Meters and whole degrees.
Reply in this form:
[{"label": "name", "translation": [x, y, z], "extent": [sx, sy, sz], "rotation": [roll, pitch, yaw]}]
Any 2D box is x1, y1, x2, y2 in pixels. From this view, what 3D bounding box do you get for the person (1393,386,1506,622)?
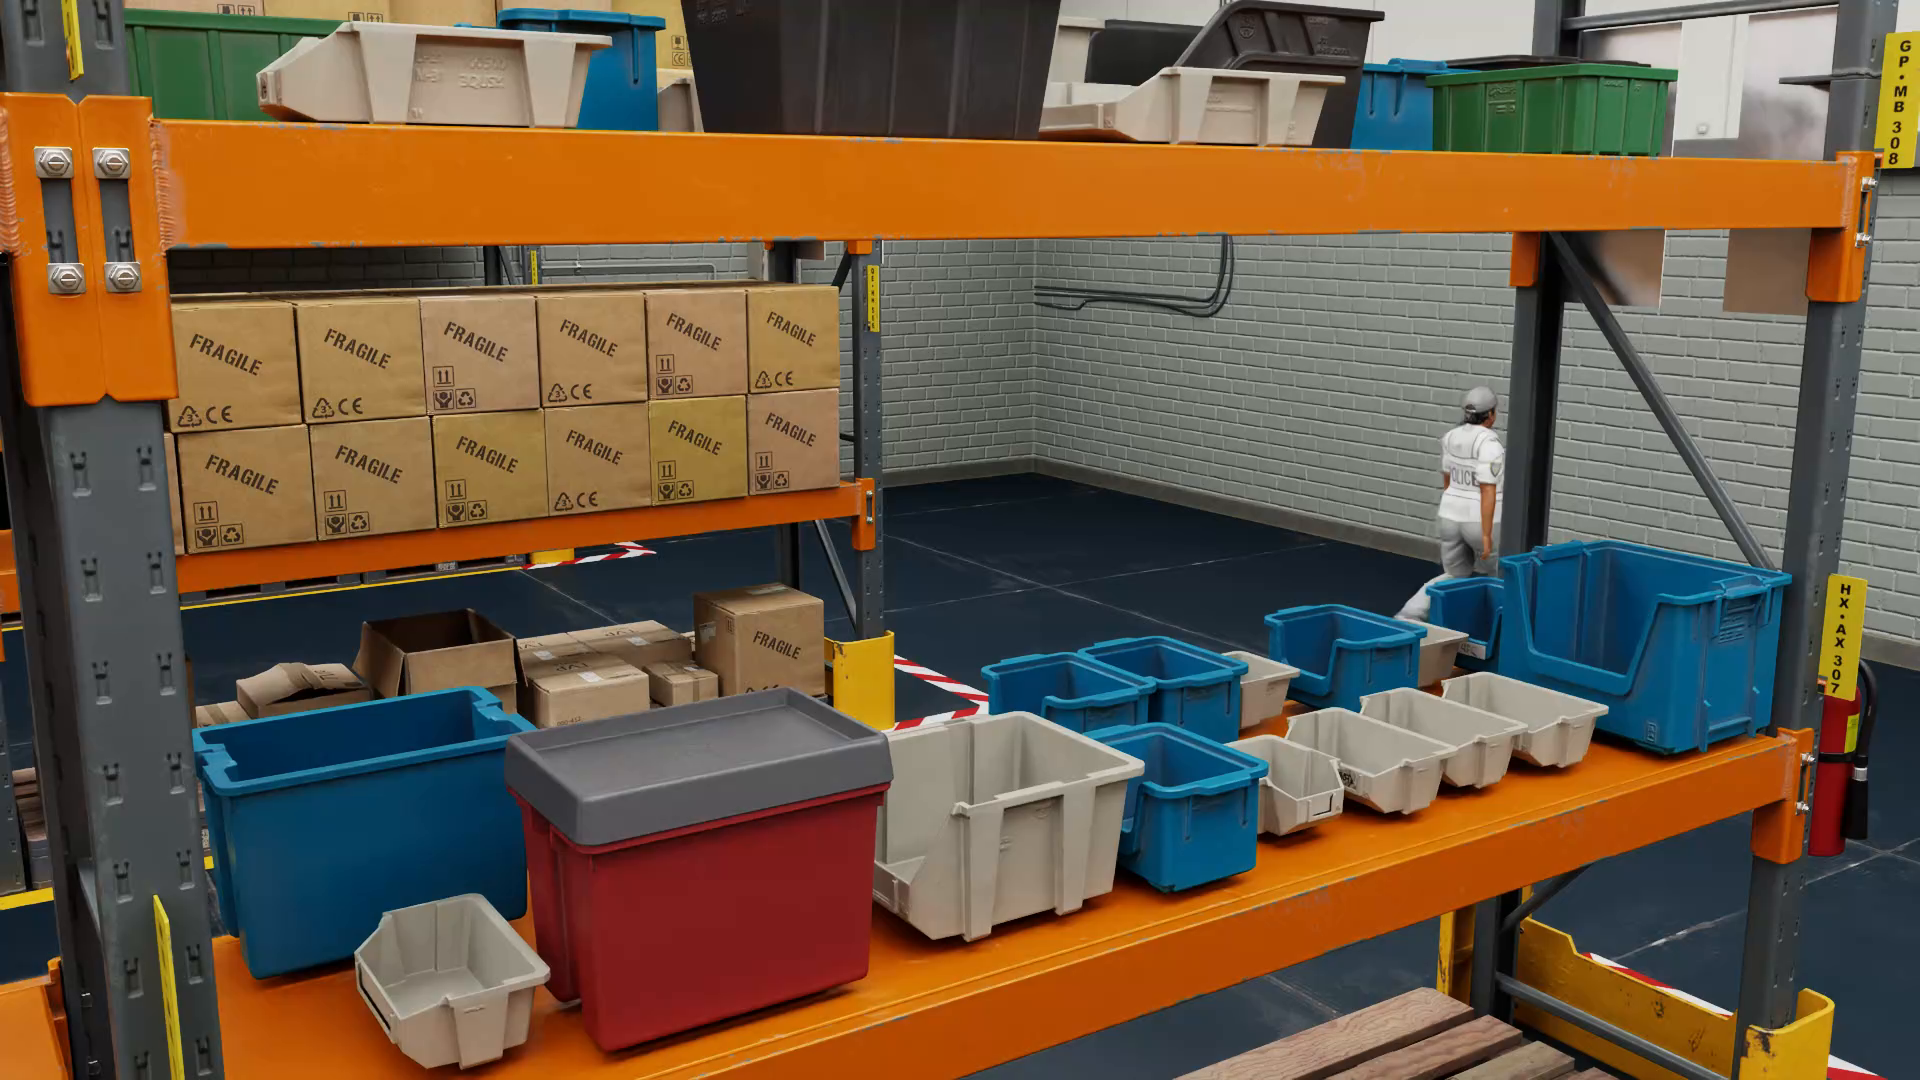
[{"label": "person", "translation": [3.035, -0.104, 9.900], "extent": [0.794, 1.628, 0.482], "rotation": [-6, 13, -26]}]
